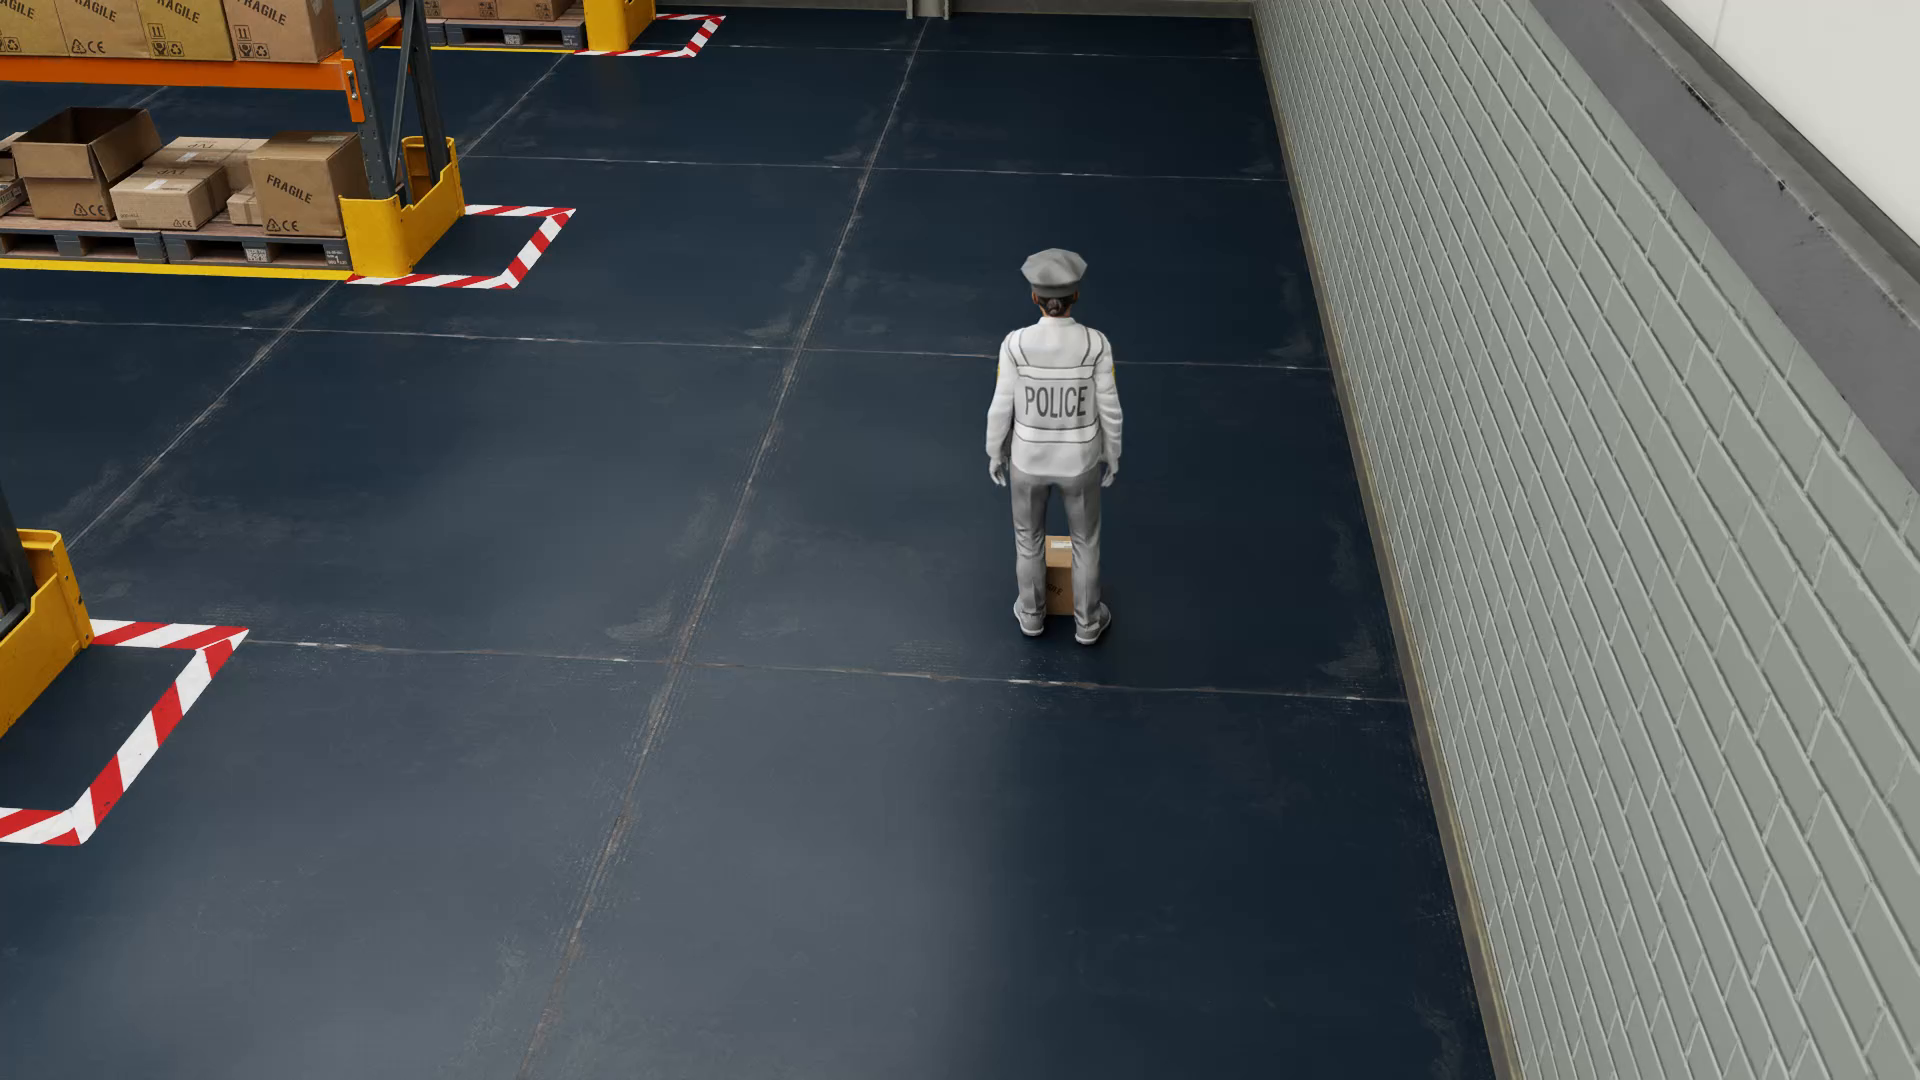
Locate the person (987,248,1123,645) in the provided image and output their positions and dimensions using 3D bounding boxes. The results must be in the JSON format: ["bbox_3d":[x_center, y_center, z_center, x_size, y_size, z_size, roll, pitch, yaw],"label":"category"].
[{"bbox_3d":[0.376,-0.328,6.656,0.539,1.663,0.405,2,32,3],"label":"person"}]
